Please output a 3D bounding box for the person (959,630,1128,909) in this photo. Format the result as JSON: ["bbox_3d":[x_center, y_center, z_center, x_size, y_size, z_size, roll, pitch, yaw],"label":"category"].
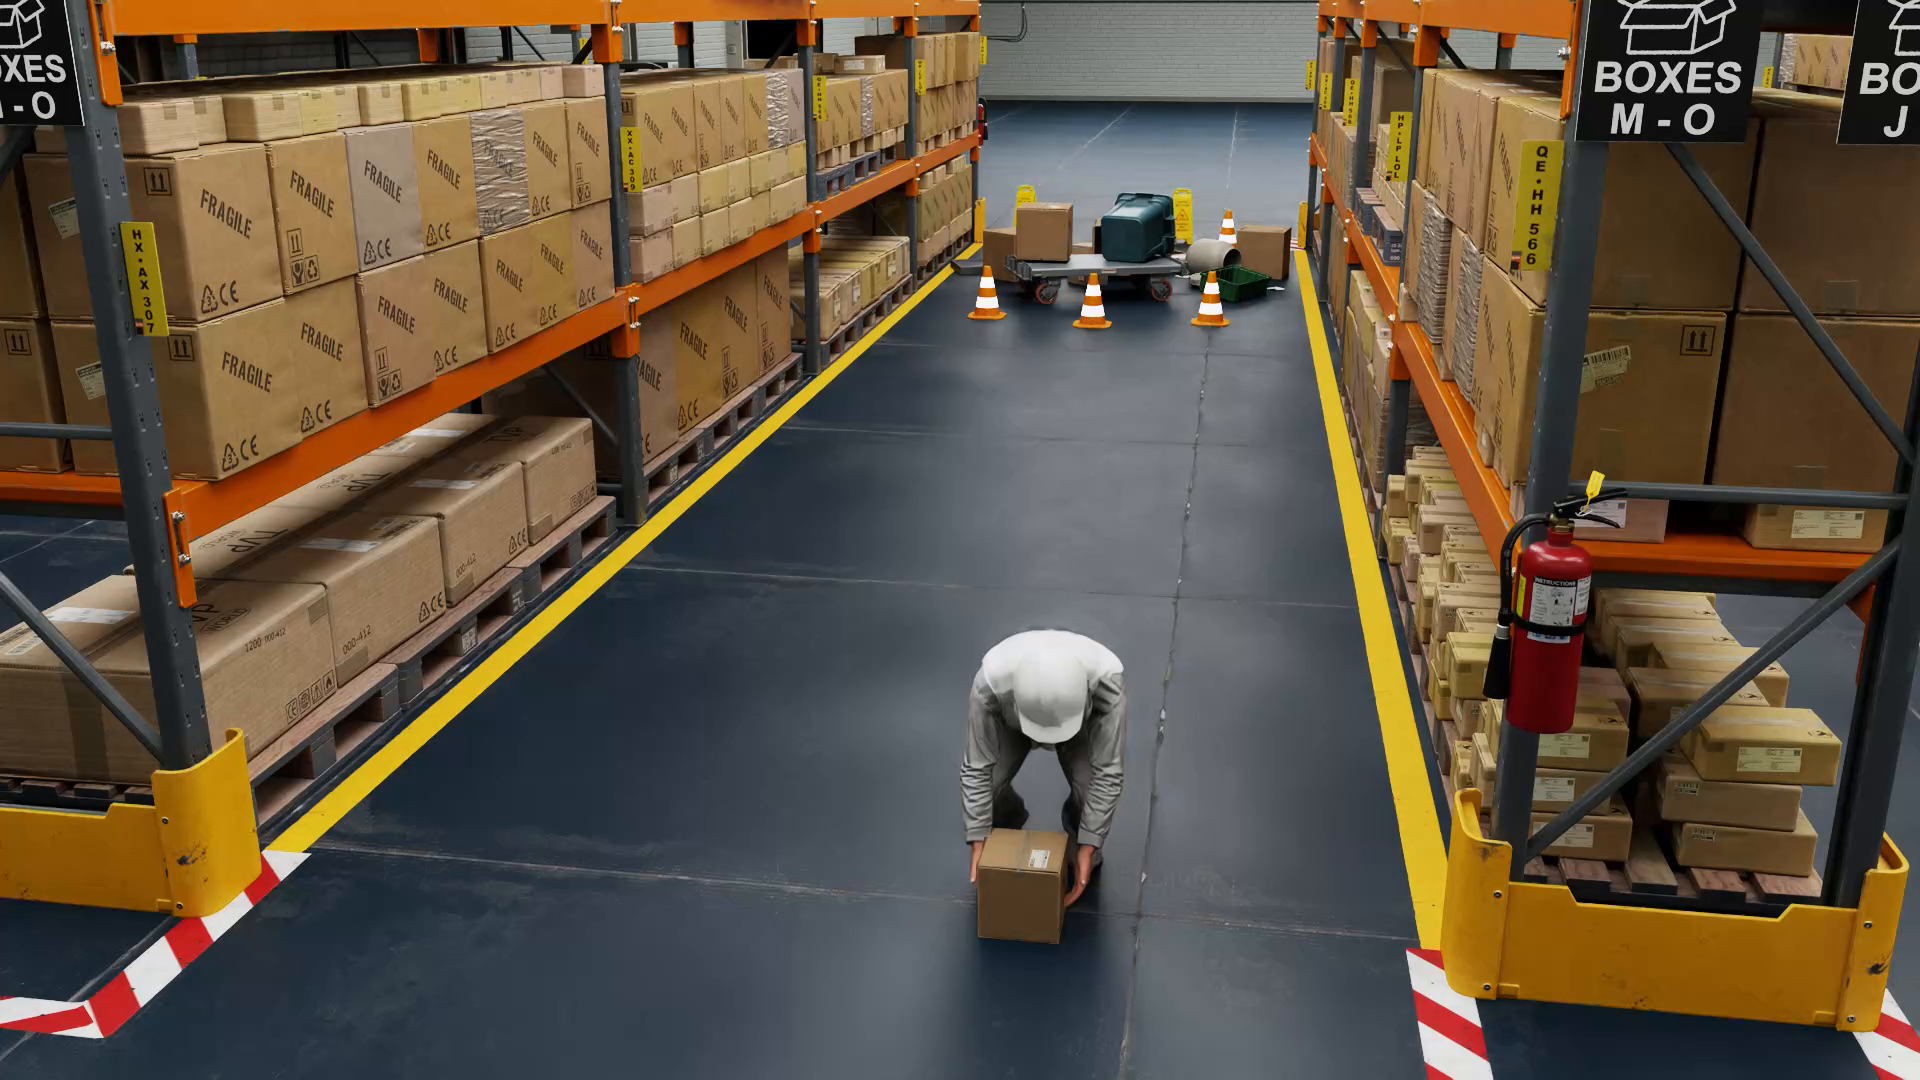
[{"bbox_3d":[0.273,0.654,5.359,0.534,0.930,0.913,3,18,9],"label":"person"}]
